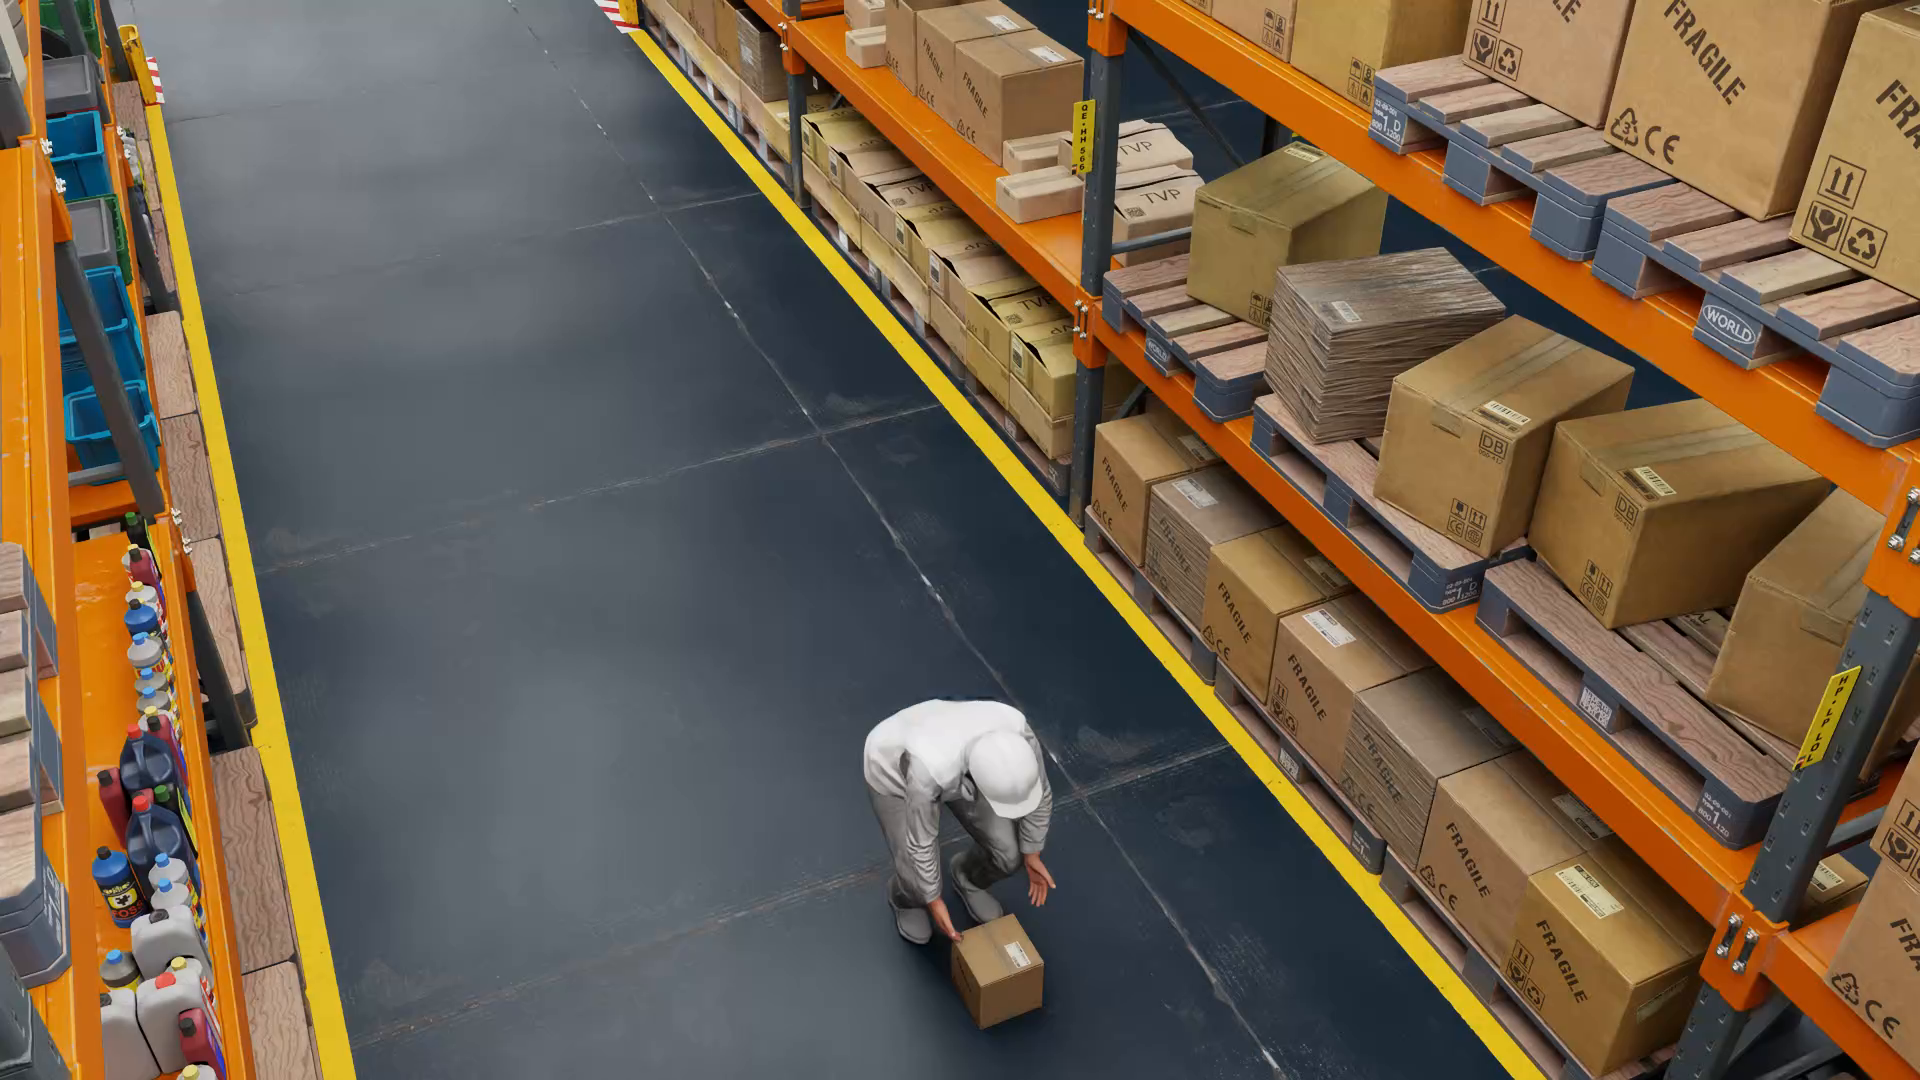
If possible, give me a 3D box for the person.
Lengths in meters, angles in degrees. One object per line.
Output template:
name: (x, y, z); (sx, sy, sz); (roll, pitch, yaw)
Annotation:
person: (0.008, 0.974, 6.012); (0.573, 1.211, 0.851); (-16, 40, -20)
